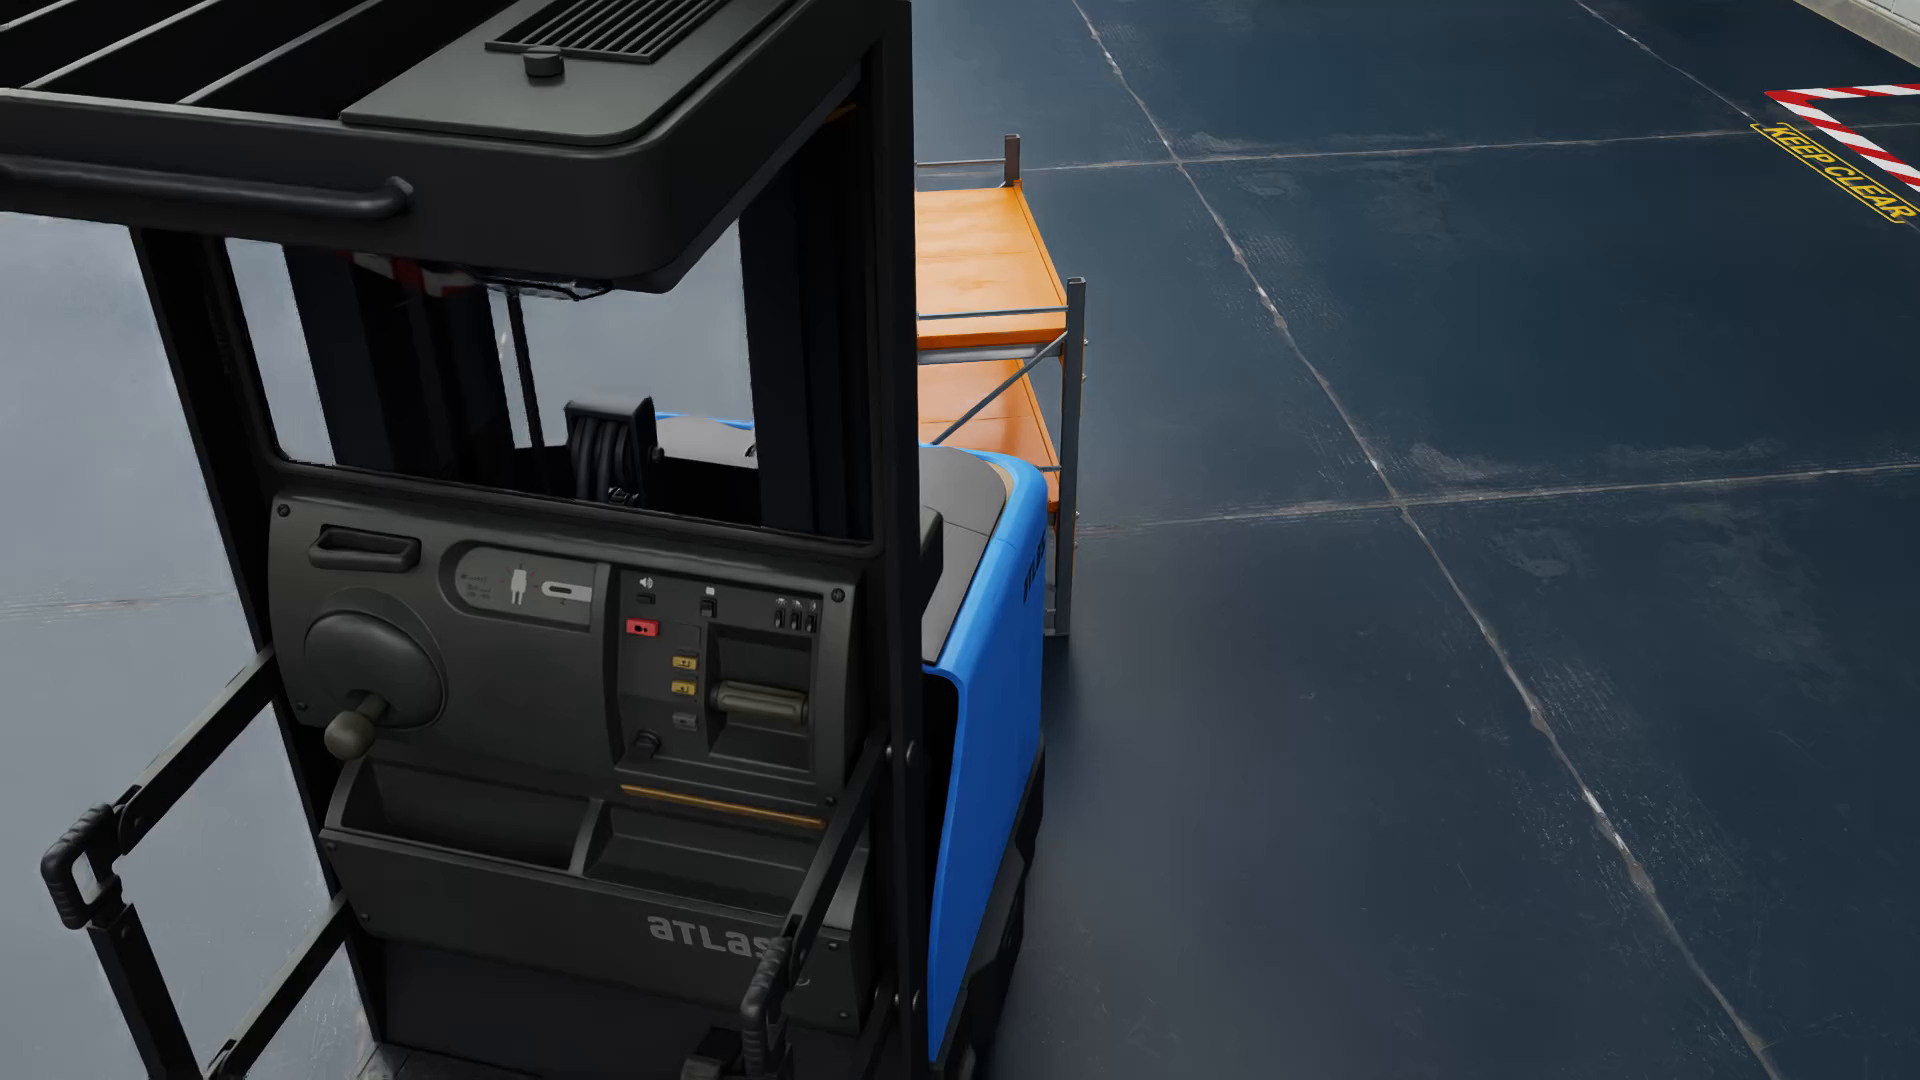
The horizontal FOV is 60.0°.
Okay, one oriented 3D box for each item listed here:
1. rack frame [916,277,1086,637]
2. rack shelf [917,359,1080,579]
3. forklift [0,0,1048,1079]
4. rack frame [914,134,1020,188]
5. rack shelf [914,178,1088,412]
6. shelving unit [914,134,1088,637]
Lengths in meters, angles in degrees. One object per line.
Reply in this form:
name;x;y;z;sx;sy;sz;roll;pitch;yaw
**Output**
rack frame;0.069;-0.177;4.511;0.500;1.125;0.032;-4;35;-6
rack shelf;0.001;-0.259;5.065;0.538;0.278;1.000;-4;35;-6
forklift;-0.656;0.233;2.305;1.130;2.935;3.031;8;35;12
rack frame;-0.067;-0.745;5.344;0.500;1.125;0.032;-4;35;-6
rack shelf;0.001;-0.703;4.763;0.538;0.278;1.000;-4;35;-6
shelving unit;0.001;-0.461;4.928;0.538;1.125;1.048;-4;35;-6
